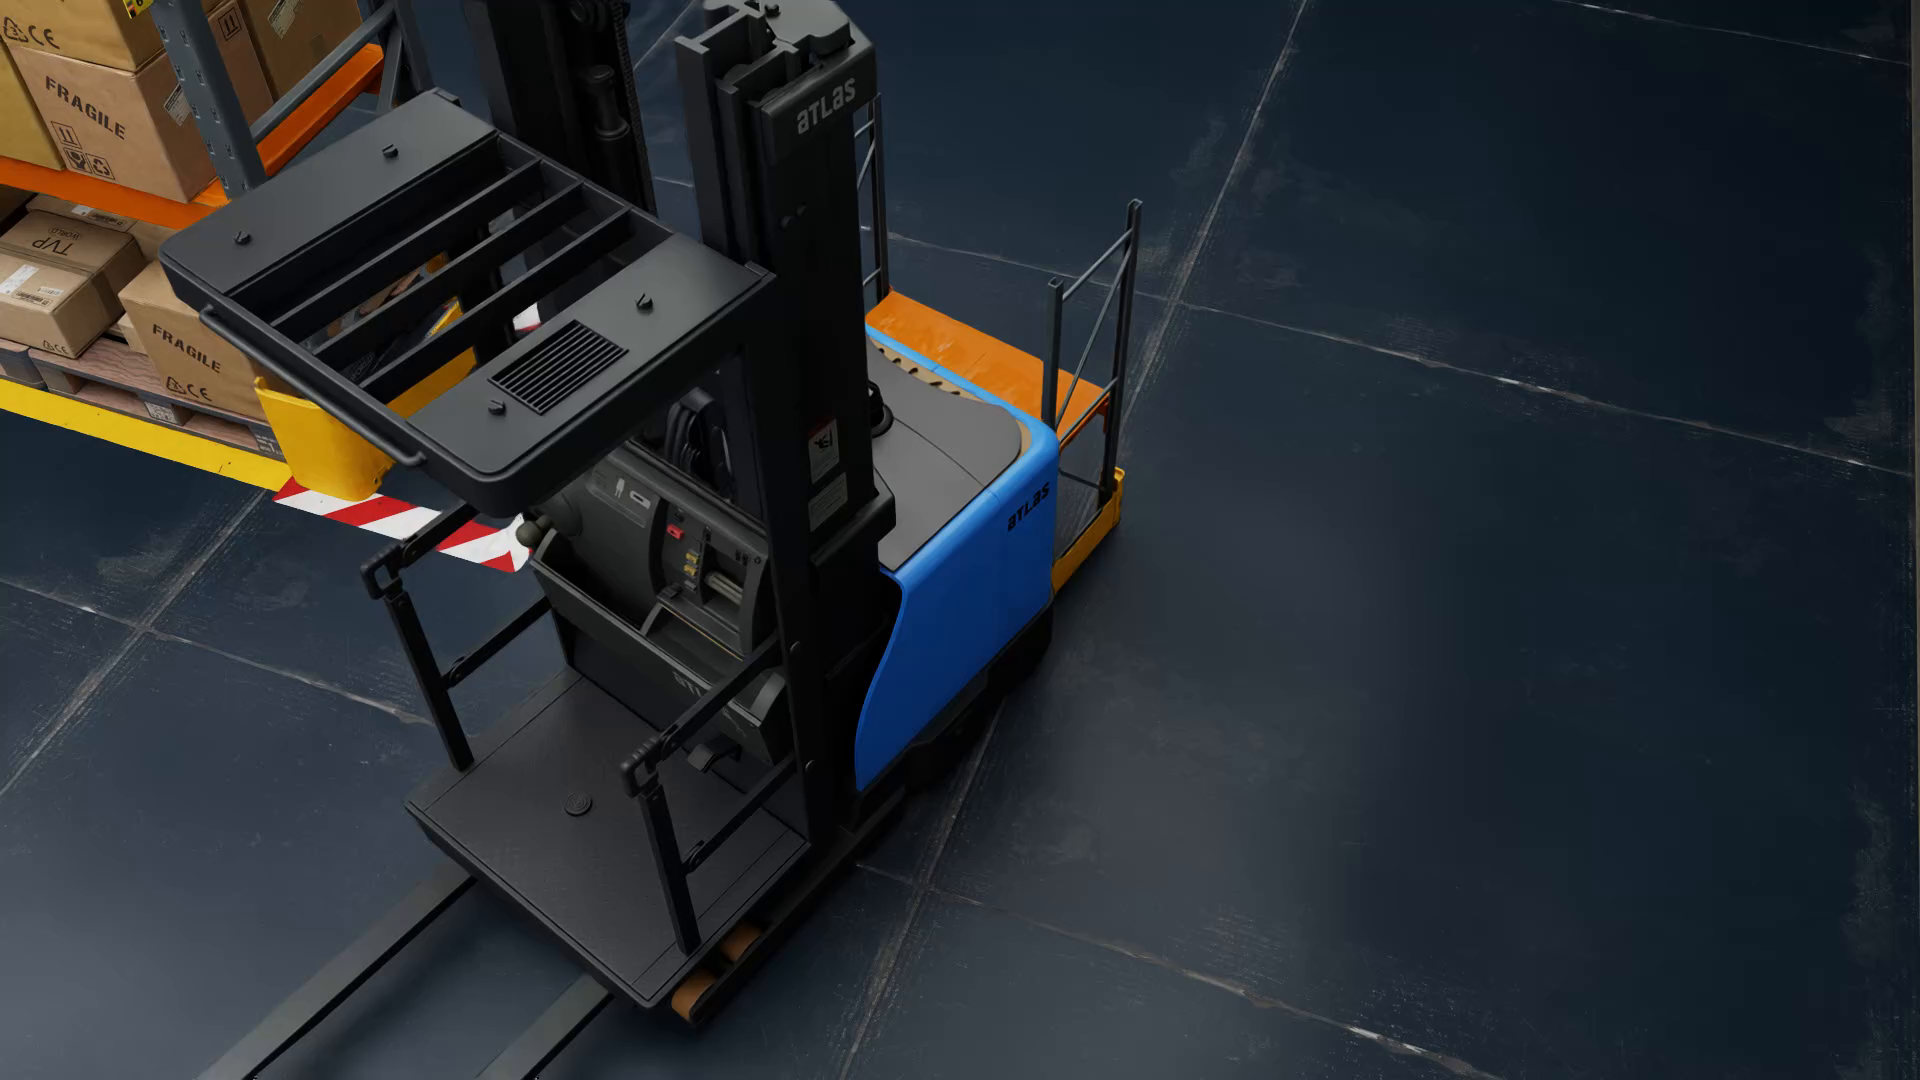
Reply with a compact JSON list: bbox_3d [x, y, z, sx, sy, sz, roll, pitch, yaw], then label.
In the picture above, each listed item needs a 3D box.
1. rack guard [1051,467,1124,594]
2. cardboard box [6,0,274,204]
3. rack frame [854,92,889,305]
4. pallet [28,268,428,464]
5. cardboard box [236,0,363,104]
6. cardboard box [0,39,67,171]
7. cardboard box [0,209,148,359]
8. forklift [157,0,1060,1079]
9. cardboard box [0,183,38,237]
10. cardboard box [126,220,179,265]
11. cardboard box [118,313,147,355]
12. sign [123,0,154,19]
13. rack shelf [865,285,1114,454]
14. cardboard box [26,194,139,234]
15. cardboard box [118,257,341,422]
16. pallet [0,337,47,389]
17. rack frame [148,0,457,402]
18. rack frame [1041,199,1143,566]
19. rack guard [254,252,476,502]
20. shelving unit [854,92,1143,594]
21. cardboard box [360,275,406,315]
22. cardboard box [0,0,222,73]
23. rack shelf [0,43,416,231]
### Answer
[{"bbox_3d":[0.413,-0.005,6.089,0.087,0.250,0.587,28,55,22],"label":"rack guard"},{"bbox_3d":[-2.683,-1.511,5.509,0.500,0.500,0.500,17,51,14],"label":"cardboard box"},{"bbox_3d":[-0.419,-0.854,5.998,0.032,1.500,0.500,28,55,22],"label":"rack frame"},{"bbox_3d":[-2.988,-0.869,6.863,1.213,0.211,1.003,16,51,13],"label":"pallet"},{"bbox_3d":[-2.493,-1.890,5.837,0.500,0.500,0.500,17,51,14],"label":"cardboard box"},{"bbox_3d":[-3.171,-1.645,5.624,0.500,0.500,0.500,16,51,13],"label":"cardboard box"},{"bbox_3d":[-3.645,-1.035,6.691,0.500,0.250,0.500,16,51,13],"label":"cardboard box"},{"bbox_3d":[-0.991,0.050,4.267,1.130,2.935,3.031,31,56,24],"label":"forklift"},{"bbox_3d":[-4.157,-1.440,6.874,0.637,0.503,0.797,16,51,13],"label":"cardboard box"},{"bbox_3d":[-3.049,-1.272,6.896,0.500,0.250,0.500,16,51,13],"label":"cardboard box"},{"bbox_3d":[-3.113,-0.908,6.636,0.250,0.166,0.380,16,51,13],"label":"cardboard box"},{"bbox_3d":[-2.380,-1.649,4.719,0.005,0.325,0.100,16,51,13],"label":"sign"},{"bbox_3d":[-0.002,-0.516,5.943,1.000,0.185,0.538,28,55,22],"label":"rack shelf"},{"bbox_3d":[-3.518,-1.403,7.009,0.500,0.250,0.500,16,51,13],"label":"cardboard box"},{"bbox_3d":[-2.764,-0.847,6.362,0.500,0.500,0.500,16,51,13],"label":"cardboard box"},{"bbox_3d":[-4.129,-1.189,7.141,1.213,0.211,1.003,16,51,13],"label":"pallet"},{"bbox_3d":[-2.169,-1.554,5.612,0.127,3.000,1.000,16,51,13],"label":"rack frame"},{"bbox_3d":[0.414,-0.414,5.616,0.032,1.500,0.500,28,55,22],"label":"rack frame"},{"bbox_3d":[-2.240,-0.755,6.574,0.348,0.500,1.175,16,51,13],"label":"rack guard"},{"bbox_3d":[0.005,-0.630,5.804,1.083,1.500,0.587,28,55,22],"label":"shelving unit"},{"bbox_3d":[-2.442,-1.118,6.829,0.250,0.149,0.380,16,51,13],"label":"cardboard box"},{"bbox_3d":[-2.681,-1.836,5.128,0.500,0.500,0.500,15,51,13],"label":"cardboard box"},{"bbox_3d":[-4.045,-1.842,6.338,4.000,0.370,1.077,16,51,13],"label":"rack shelf"}]
